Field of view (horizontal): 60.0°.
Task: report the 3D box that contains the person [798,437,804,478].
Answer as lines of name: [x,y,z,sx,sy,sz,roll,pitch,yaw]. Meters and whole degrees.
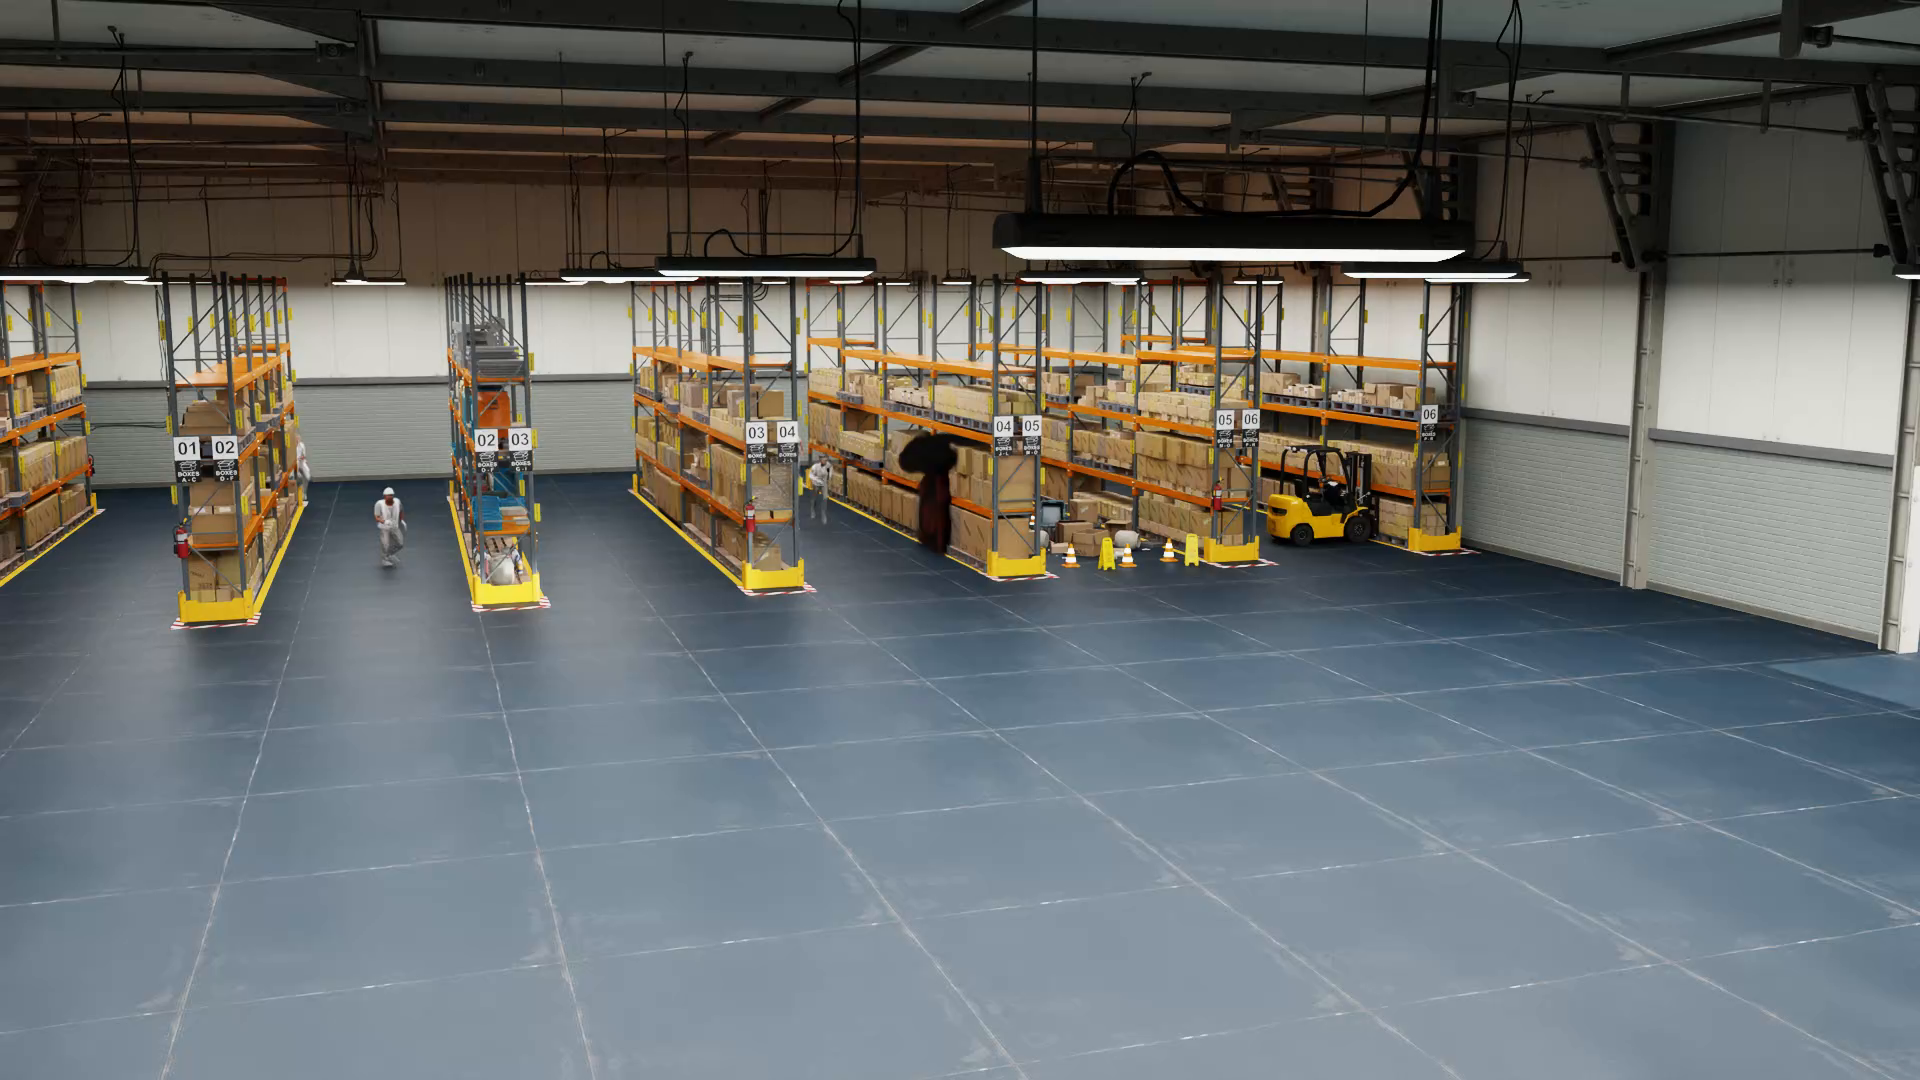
person: [-5.027,-2.542,49.383,0.730,1.673,0.800,1,9,10]

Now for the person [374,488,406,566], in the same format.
person: [-11.730,-0.258,34.279,0.711,1.672,0.774,-7,11,-40]

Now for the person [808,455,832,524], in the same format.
person: [-3.355,-1.254,39.670,0.653,1.627,0.938,-4,10,-26]

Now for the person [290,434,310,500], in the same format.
person: [-18.053,-1.990,45.395,0.859,1.811,0.666,6,10,35]
